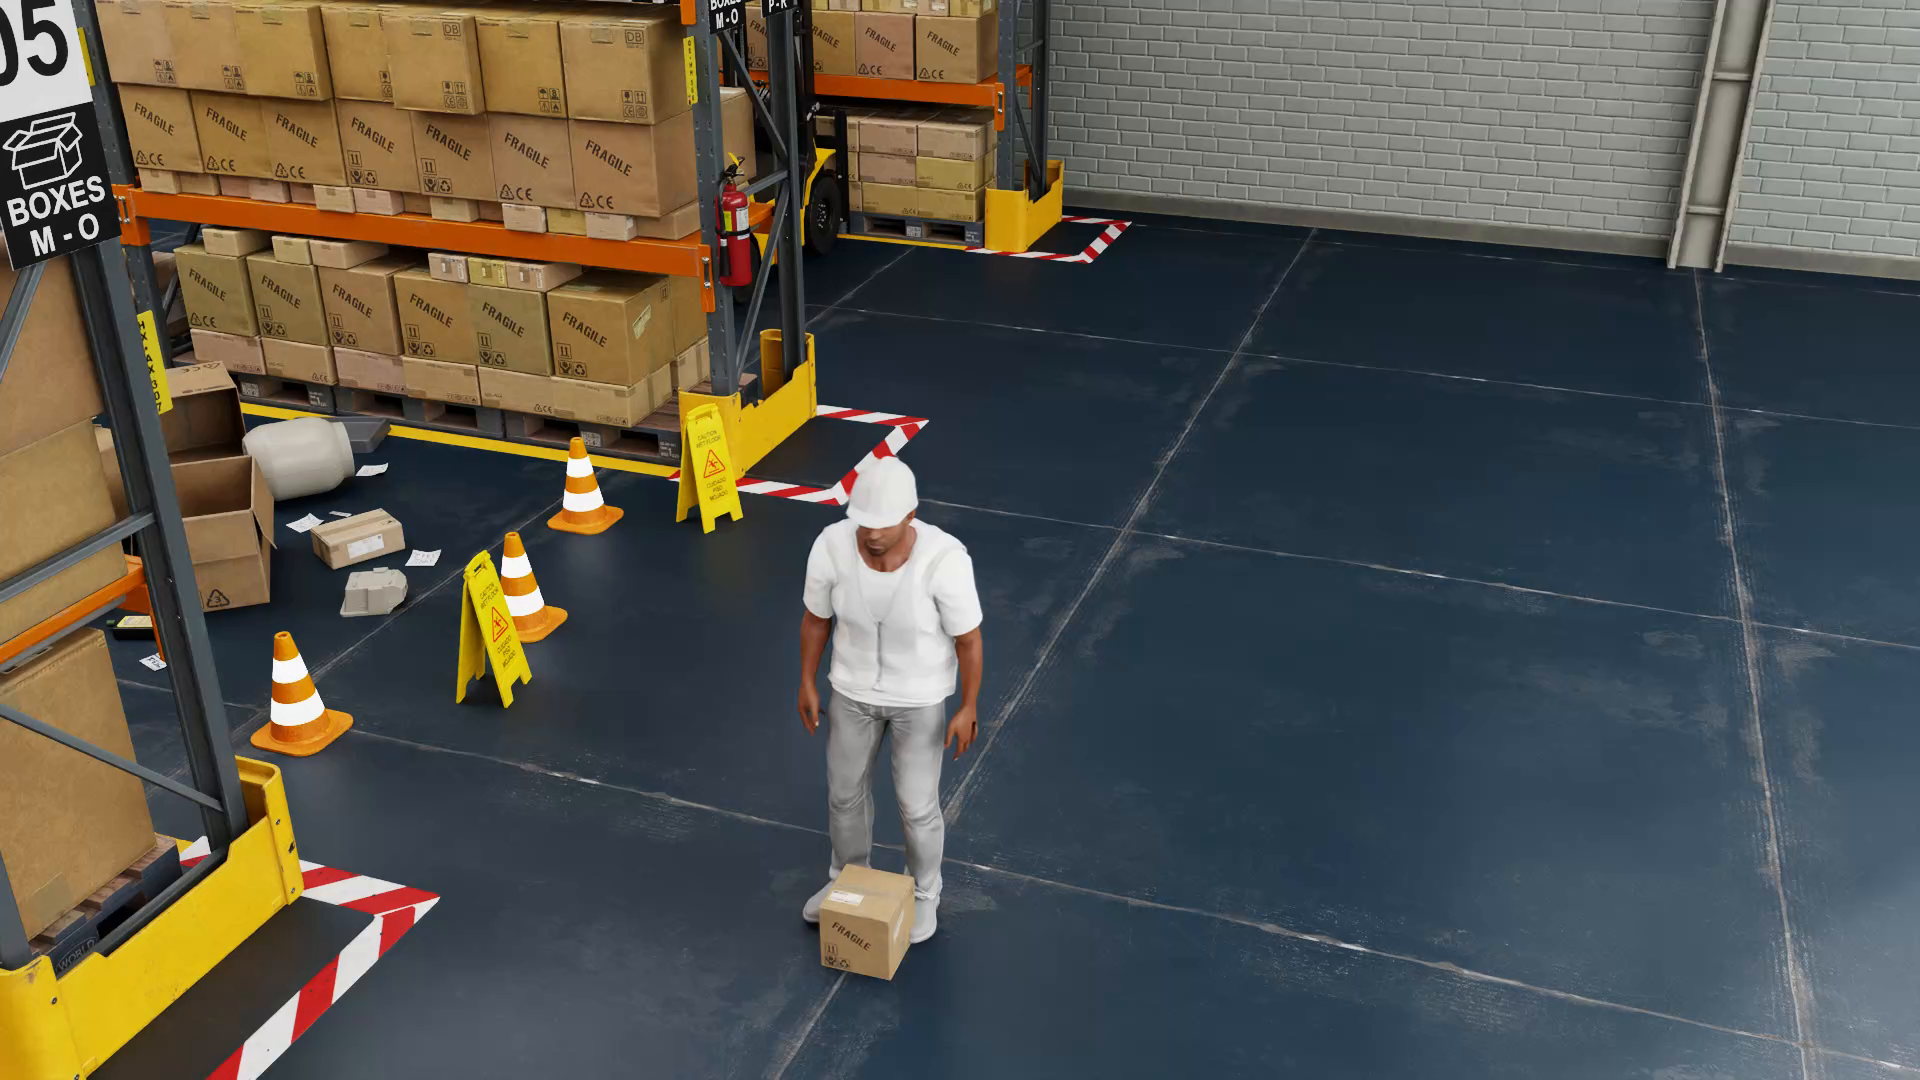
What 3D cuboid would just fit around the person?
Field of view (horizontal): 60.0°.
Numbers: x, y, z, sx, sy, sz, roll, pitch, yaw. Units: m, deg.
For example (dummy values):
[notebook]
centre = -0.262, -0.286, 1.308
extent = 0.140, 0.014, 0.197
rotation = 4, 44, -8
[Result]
[person]
centre = -0.242, 0.522, 5.505
extent = 0.628, 1.755, 0.458
rotation = 7, 27, 15
